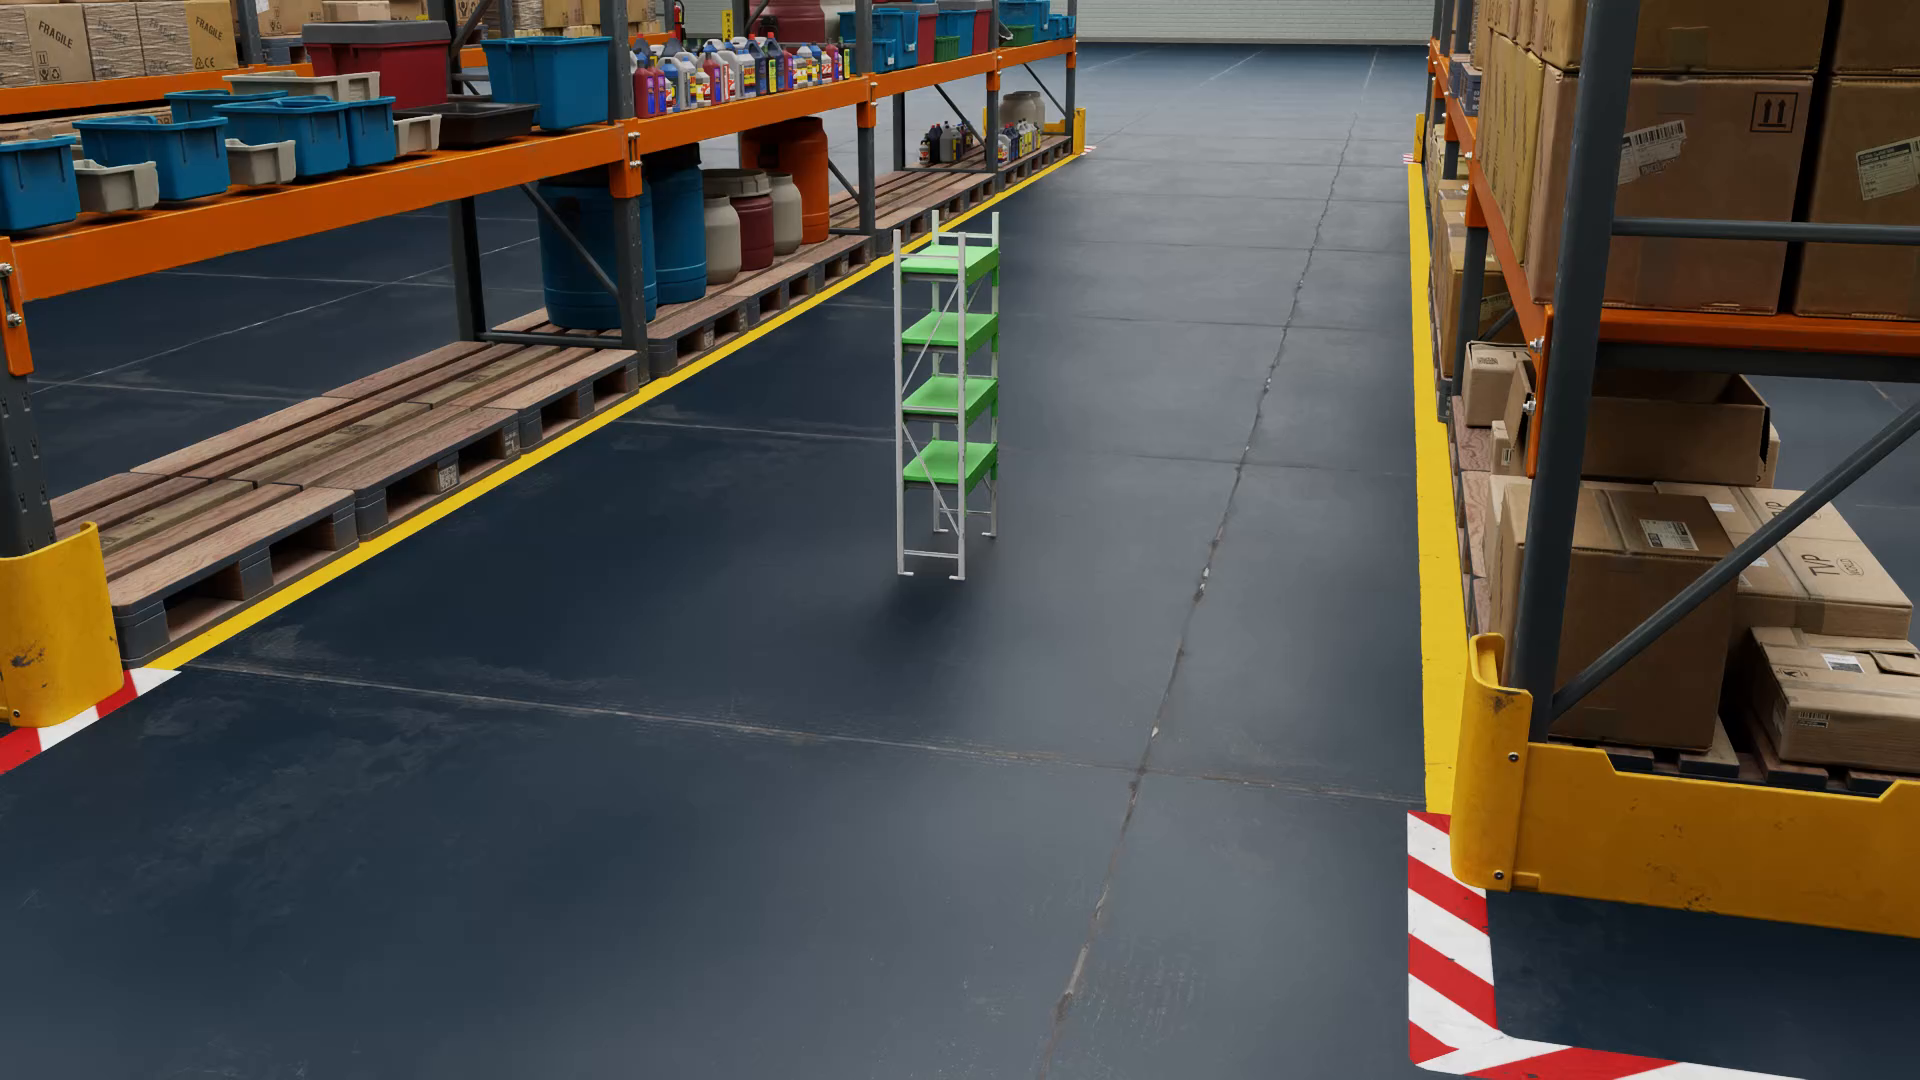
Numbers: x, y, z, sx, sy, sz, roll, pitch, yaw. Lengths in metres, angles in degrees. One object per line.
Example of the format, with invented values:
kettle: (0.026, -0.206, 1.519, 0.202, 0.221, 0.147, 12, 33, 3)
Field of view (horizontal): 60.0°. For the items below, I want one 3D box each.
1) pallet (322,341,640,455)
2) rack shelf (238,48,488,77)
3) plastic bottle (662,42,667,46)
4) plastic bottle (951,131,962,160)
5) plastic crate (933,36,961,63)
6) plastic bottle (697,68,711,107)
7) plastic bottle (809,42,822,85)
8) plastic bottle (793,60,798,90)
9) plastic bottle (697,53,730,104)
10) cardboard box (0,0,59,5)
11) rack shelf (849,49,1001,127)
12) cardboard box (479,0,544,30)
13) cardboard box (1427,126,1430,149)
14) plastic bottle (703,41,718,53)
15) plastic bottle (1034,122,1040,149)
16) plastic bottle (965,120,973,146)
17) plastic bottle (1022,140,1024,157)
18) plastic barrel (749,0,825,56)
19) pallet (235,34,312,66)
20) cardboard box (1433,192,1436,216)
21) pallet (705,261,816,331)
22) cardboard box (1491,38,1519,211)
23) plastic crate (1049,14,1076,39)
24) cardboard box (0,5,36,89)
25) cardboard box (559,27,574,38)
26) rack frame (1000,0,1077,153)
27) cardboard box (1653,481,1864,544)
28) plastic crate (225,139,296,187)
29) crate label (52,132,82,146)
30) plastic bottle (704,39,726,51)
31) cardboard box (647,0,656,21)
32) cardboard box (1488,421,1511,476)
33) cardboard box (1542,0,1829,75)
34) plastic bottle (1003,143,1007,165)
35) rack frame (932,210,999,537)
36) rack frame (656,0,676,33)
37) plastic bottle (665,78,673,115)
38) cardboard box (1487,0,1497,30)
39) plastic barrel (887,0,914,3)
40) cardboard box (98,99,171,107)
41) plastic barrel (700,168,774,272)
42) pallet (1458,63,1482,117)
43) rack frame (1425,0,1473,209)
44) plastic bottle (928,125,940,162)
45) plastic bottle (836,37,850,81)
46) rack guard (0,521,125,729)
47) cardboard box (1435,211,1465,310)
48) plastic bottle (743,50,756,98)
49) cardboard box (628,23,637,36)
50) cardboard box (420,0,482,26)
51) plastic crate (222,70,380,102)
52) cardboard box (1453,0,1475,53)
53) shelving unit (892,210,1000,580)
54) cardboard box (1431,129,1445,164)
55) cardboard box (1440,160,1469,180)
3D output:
pallet: (-2.235, -0.697, 7.903, 1.003, 0.211, 1.213, 5, 19, 13)
rack shelf: (-5.430, -4.182, 14.903, 1.077, 0.370, 4.000, 5, 19, 13)
plastic bottle: (-1.862, -2.980, 10.453, 0.061, 0.283, 0.133, 5, 19, 13)
plastic bottle: (-0.064, -3.958, 16.669, 0.152, 0.276, 0.135, 5, 19, 13)
plastic crate: (-0.290, -4.090, 13.848, 0.450, 0.188, 0.662, 5, 19, 13)
plastic bottle: (-1.419, -2.481, 9.119, 0.097, 0.201, 0.097, 0, 19, 0)
plastic bottle: (-0.951, -3.115, 10.865, 0.097, 0.271, 0.097, 0, 19, 0)
plastic bottle: (-1.070, -2.929, 10.430, 0.097, 0.201, 0.097, 0, 19, 0)
plastic bottle: (-1.384, -2.597, 9.342, 0.152, 0.276, 0.135, 5, 19, 13)
cardboard box: (-6.432, -3.775, 10.892, 0.797, 0.503, 0.637, 5, 20, 15)
rack shelf: (-0.627, -3.791, 13.758, 1.077, 0.370, 4.000, 5, 19, 13)
cardboard box: (-4.772, -5.473, 16.956, 0.875, 0.500, 0.500, 5, 19, 13)
cardboard box: (5.176, -4.209, 17.475, 0.500, 0.250, 0.500, 5, 19, 13)
plastic bottle: (-1.644, -3.149, 10.966, 0.097, 0.271, 0.097, 0, 19, 0)
plastic bottle: (0.804, -4.286, 17.617, 0.061, 0.283, 0.133, 5, 20, 15)
plastic bottle: (0.094, -4.385, 17.926, 0.097, 0.271, 0.097, 0, 19, 0)
plastic bottle: (0.599, -4.008, 16.930, 0.097, 0.201, 0.097, 0, 19, 0)
plastic barrel: (-1.296, -3.738, 12.280, 0.600, 0.536, 0.708, 5, 19, 13)
pallet: (-5.848, -4.036, 13.661, 1.213, 0.211, 1.003, 5, 19, 13)
cardboard box: (3.827, -2.513, 12.508, 0.500, 0.250, 0.500, 5, 20, 15)
pallet: (-1.568, -1.553, 10.408, 1.003, 0.211, 1.213, 5, 19, 13)
cardboard box: (1.951, -1.290, 5.170, 0.500, 0.500, 0.500, 4, 19, 13)
plastic crate: (1.007, -5.761, 18.643, 0.499, 0.251, 0.616, 5, 19, 13)
cardboard box: (-6.297, -3.128, 10.550, 0.500, 0.500, 0.500, 4, 19, 12)
cardboard box: (-4.336, -5.386, 17.704, 0.380, 0.149, 0.250, 5, 19, 13)
rack frame: (0.839, -6.012, 19.147, 1.000, 3.000, 0.127, 5, 19, 13)
cardboard box: (2.384, 0.027, 5.041, 0.500, 0.250, 0.500, 5, 19, 13)
plastic crate: (-2.367, -1.258, 5.546, 0.250, 0.136, 0.298, 5, 19, 13)
crate label: (-2.918, -1.349, 5.812, 0.396, 0.136, 0.243, 5, 19, 13)
plastic bottle: (-1.648, -3.190, 11.079, 0.152, 0.276, 0.135, 5, 19, 13)
cardboard box: (-4.125, -6.421, 19.730, 0.875, 0.500, 0.500, 5, 19, 13)
cardboard box: (2.195, -0.339, 6.243, 0.380, 0.166, 0.250, 5, 19, 13)
cardboard box: (1.574, -1.286, 3.611, 0.500, 0.500, 0.500, 4, 19, 13)
plastic bottle: (0.414, -3.771, 16.236, 0.097, 0.201, 0.097, 0, 19, 0)
rack frame: (0.019, -0.592, 6.066, 0.240, 1.200, 0.015, 5, 19, 13)
rack frame: (-3.964, -6.403, 20.293, 1.000, 3.000, 0.127, 5, 19, 13)
plastic bottle: (-1.547, -2.317, 8.638, 0.097, 0.201, 0.097, 0, 19, 0)
cardboard box: (2.196, -2.091, 5.968, 0.500, 0.500, 0.500, 4, 19, 12)
plastic barrel: (-0.585, -4.540, 14.628, 0.433, 0.535, 0.433, 0, 19, 0)
cardboard box: (-6.108, -2.874, 12.599, 1.225, 0.875, 0.875, 4, 19, 11)
plastic barrel: (-1.495, -2.053, 10.639, 0.600, 0.588, 0.708, 5, 19, 13)
pallet: (3.216, -2.411, 8.903, 1.003, 0.211, 1.213, 5, 19, 13)
rack frame: (4.664, -4.366, 14.328, 1.000, 3.000, 0.127, 5, 19, 13)
plastic bottle: (-0.261, -3.937, 16.492, 0.144, 0.351, 0.185, 4, 19, 12)
plastic bottle: (-0.801, -3.289, 11.355, 0.061, 0.283, 0.133, 5, 19, 13)
rack guard: (-3.064, 0.195, 4.844, 1.175, 0.500, 0.348, 5, 19, 13)
cardboard box: (2.926, -1.532, 9.218, 0.500, 0.500, 0.500, 4, 19, 12)
plastic bottle: (-1.249, -2.732, 9.745, 0.097, 0.271, 0.097, 0, 19, 0)
cardboard box: (-3.982, -5.940, 19.328, 0.380, 0.149, 0.250, 5, 19, 13)
cardboard box: (-5.271, -5.394, 15.761, 1.000, 1.000, 1.000, 5, 19, 14)
plastic crate: (-2.645, -1.759, 6.787, 0.437, 0.282, 0.530, 5, 19, 13)
cardboard box: (4.766, -4.553, 14.721, 0.700, 0.500, 0.500, 4, 19, 12)
shelving unit: (-0.040, -0.516, 5.842, 0.258, 1.200, 0.503, 5, 19, 13)
cardboard box: (4.194, -3.262, 13.834, 0.500, 0.311, 0.500, 4, 19, 13)
cardboard box: (3.576, -2.458, 11.481, 0.500, 0.311, 0.500, 5, 20, 15)
